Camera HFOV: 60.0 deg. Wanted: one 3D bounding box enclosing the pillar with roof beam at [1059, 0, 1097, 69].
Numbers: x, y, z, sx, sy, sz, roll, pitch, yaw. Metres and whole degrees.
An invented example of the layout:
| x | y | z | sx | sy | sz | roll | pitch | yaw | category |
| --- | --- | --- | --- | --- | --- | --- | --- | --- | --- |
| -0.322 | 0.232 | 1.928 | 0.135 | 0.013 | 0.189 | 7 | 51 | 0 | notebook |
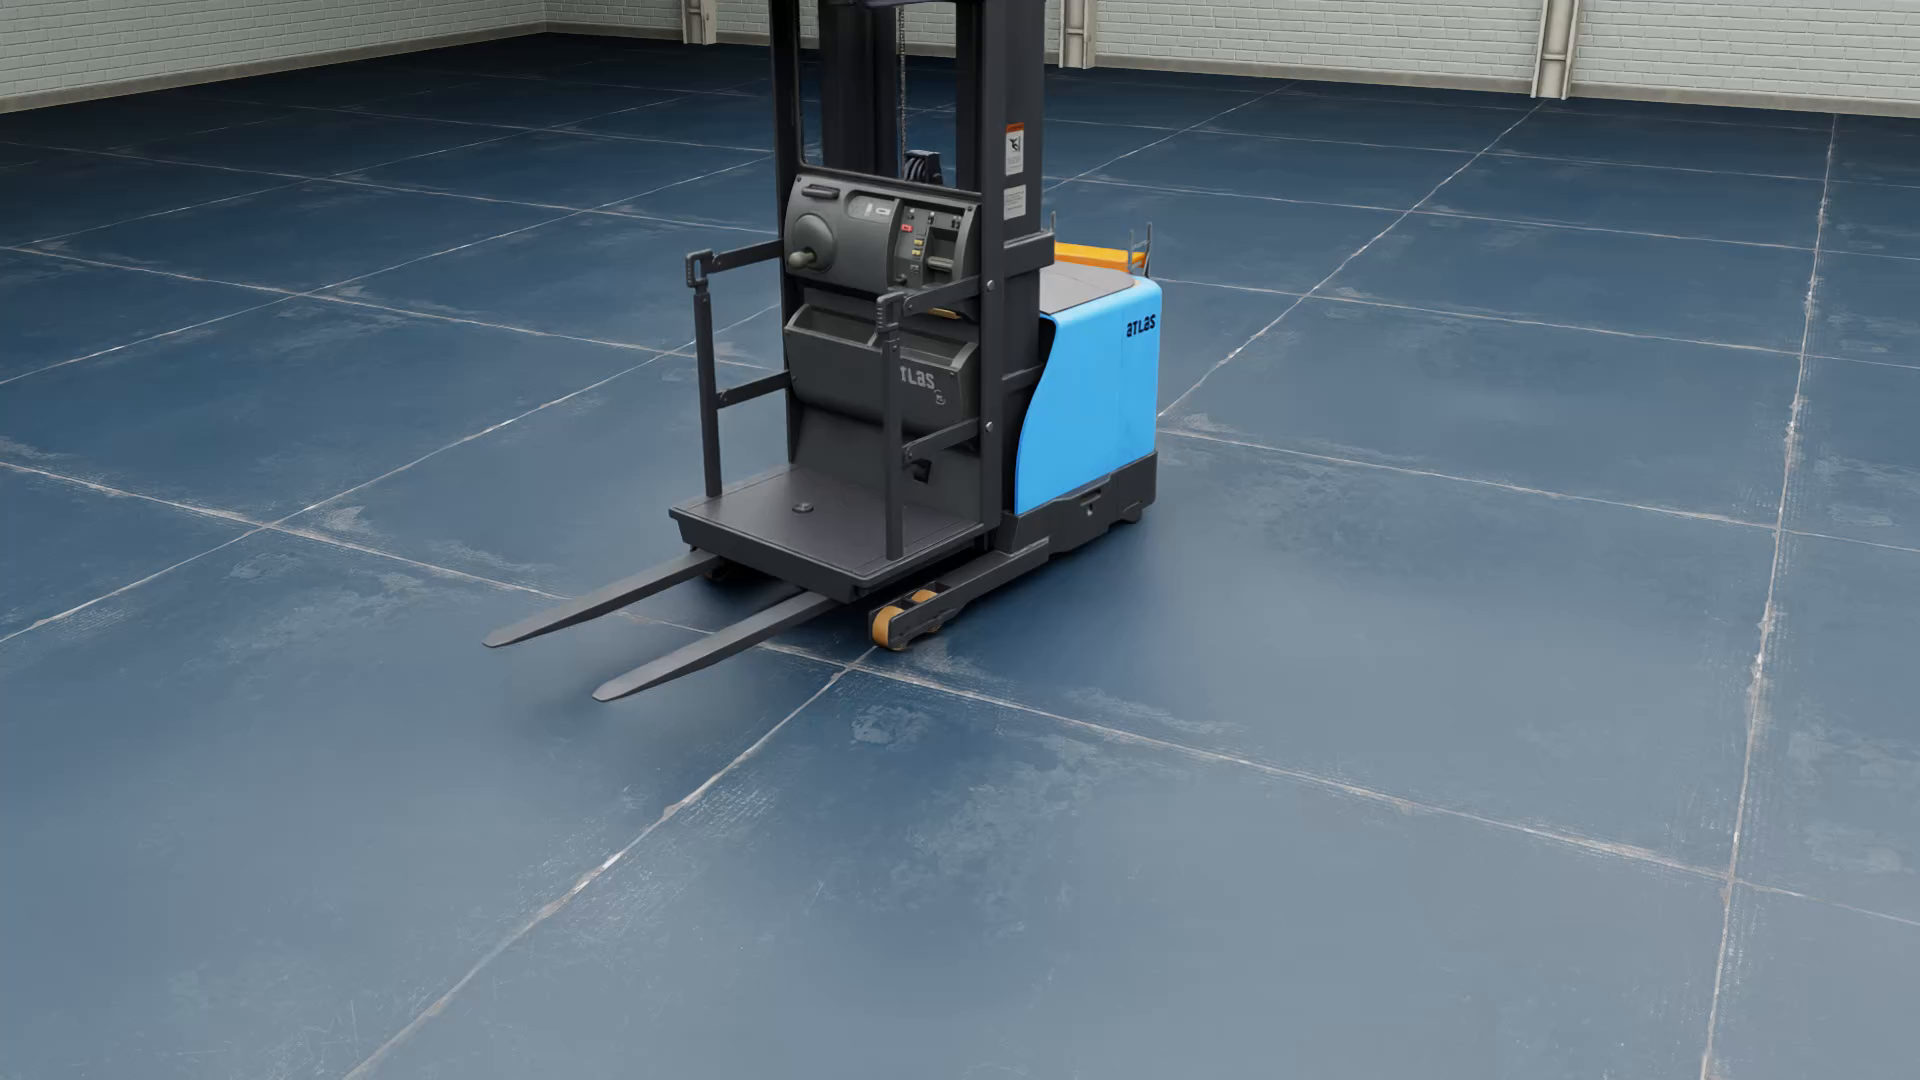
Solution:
| x | y | z | sx | sy | sz | roll | pitch | yaw | category |
| --- | --- | --- | --- | --- | --- | --- | --- | --- | --- |
| -0.400 | -8.880 | 16.632 | 0.400 | 9.000 | 9.100 | 11 | 25 | 25 | pillar with roof beam |

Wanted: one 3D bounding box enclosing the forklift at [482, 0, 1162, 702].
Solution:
| x | y | z | sx | sy | sz | roll | pitch | yaw | category |
| --- | --- | --- | --- | --- | --- | --- | --- | --- | --- |
| -0.451 | -1.154 | 6.218 | 1.130 | 2.935 | 3.031 | 18 | 29 | 36 | forklift |

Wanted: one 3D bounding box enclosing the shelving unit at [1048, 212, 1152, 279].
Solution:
| x | y | z | sx | sy | sz | roll | pitch | yaw | category |
| --- | --- | --- | --- | --- | --- | --- | --- | --- | --- |
| 0.591 | -0.900 | 7.821 | 0.503 | 1.200 | 0.258 | 12 | 24 | 26 | shelving unit |

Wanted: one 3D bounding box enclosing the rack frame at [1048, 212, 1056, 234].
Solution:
| x | y | z | sx | sy | sz | roll | pitch | yaw | category |
| --- | --- | --- | --- | --- | --- | --- | --- | --- | --- |
| 0.376 | -0.946 | 7.928 | 0.015 | 1.200 | 0.240 | 12 | 24 | 26 | rack frame |

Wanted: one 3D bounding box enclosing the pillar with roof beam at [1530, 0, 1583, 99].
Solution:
| x | y | z | sx | sy | sz | roll | pitch | yaw | category |
| --- | --- | --- | --- | --- | --- | --- | --- | --- | --- |
| 4.955 | -7.820 | 14.141 | 0.400 | 9.000 | 9.100 | 11 | 25 | 25 | pillar with roof beam |

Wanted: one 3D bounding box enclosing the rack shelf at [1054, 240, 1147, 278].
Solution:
| x | y | z | sx | sy | sz | roll | pitch | yaw | category |
| --- | --- | --- | --- | --- | --- | --- | --- | --- | --- |
| 0.598 | -1.266 | 7.679 | 0.480 | 0.148 | 0.258 | 12 | 24 | 26 | rack shelf |

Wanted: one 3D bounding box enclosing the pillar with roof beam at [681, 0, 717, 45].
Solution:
| x | y | z | sx | sy | sz | roll | pitch | yaw | category |
| --- | --- | --- | --- | --- | --- | --- | --- | --- | --- |
| -5.754 | -9.939 | 19.123 | 0.400 | 9.000 | 9.100 | 11 | 25 | 25 | pillar with roof beam |

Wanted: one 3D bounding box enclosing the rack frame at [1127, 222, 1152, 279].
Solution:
| x | y | z | sx | sy | sz | roll | pitch | yaw | category |
| --- | --- | --- | --- | --- | --- | --- | --- | --- | --- |
| 0.805 | -0.855 | 7.714 | 0.015 | 1.200 | 0.240 | 12 | 24 | 26 | rack frame |
